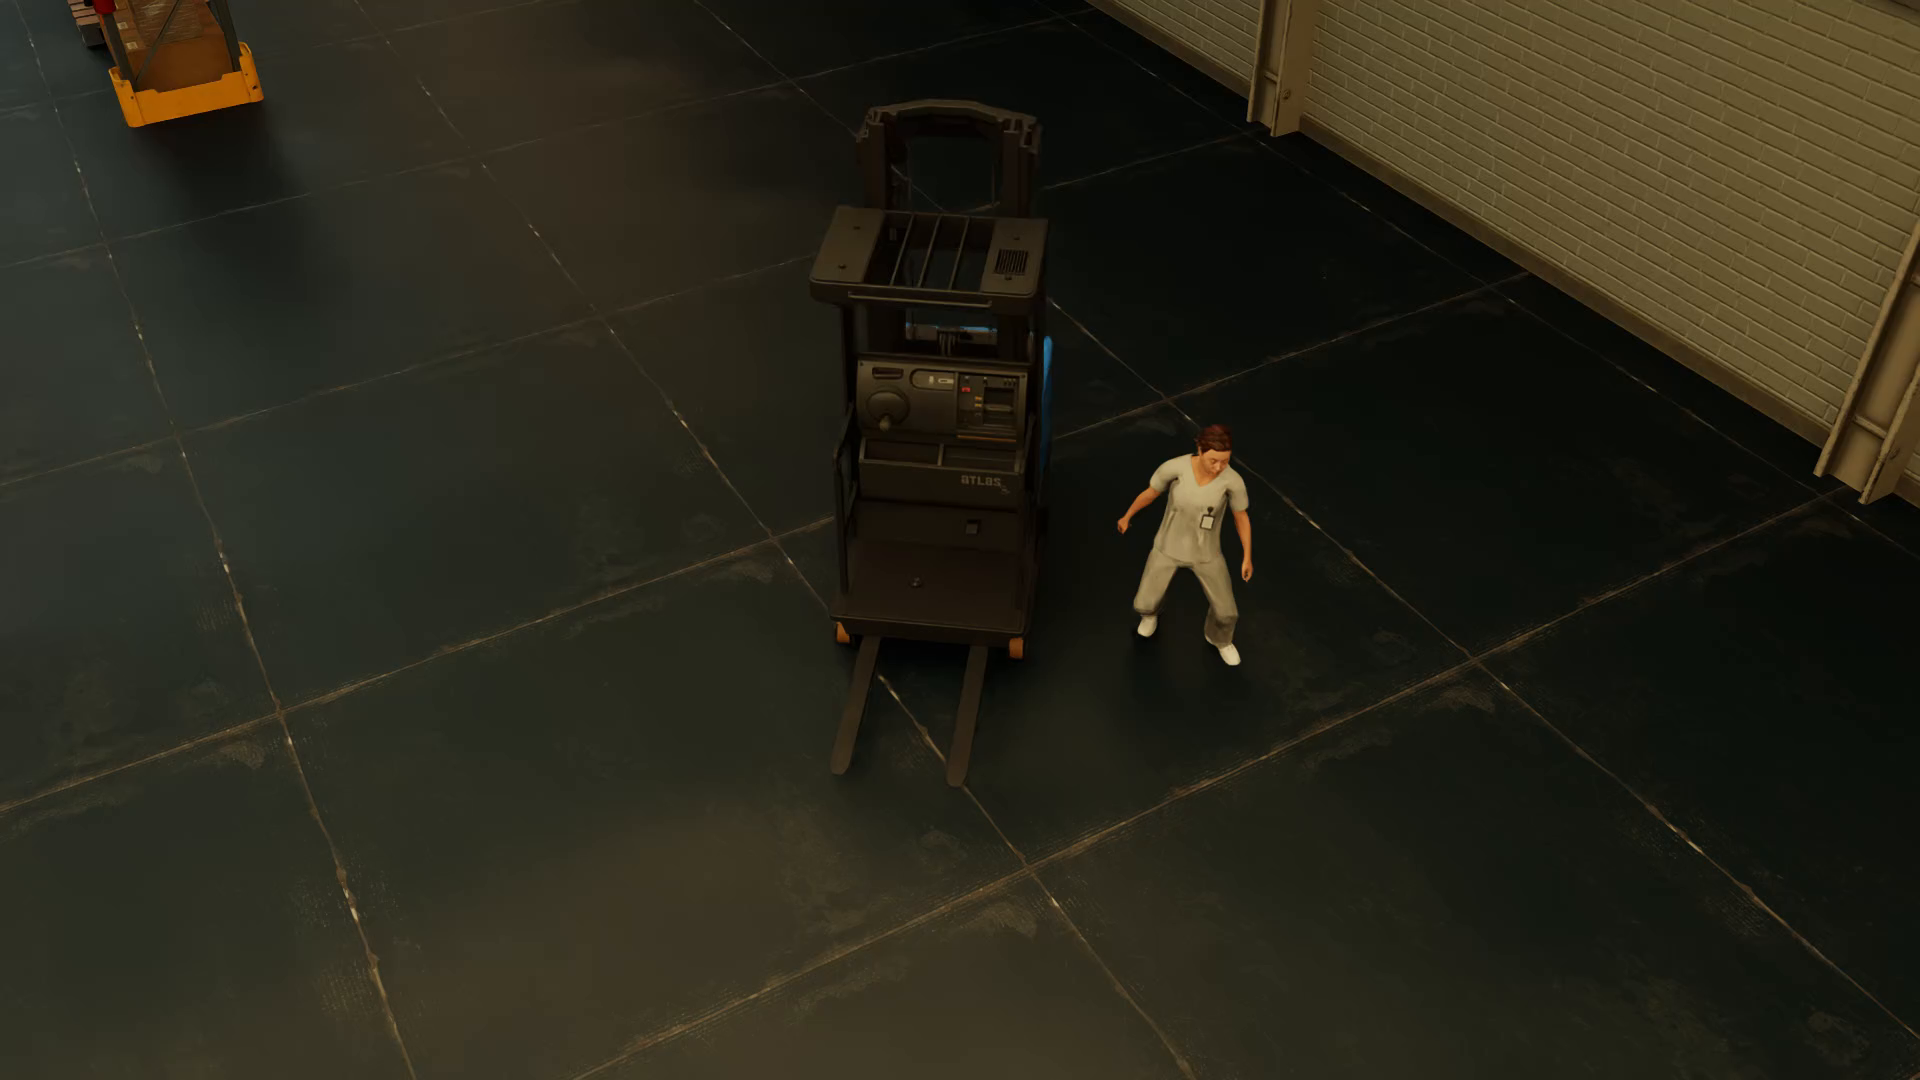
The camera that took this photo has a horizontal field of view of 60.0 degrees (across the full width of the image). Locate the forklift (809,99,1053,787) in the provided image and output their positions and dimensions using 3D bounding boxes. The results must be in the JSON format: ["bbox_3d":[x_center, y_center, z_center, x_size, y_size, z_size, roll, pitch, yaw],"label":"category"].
[{"bbox_3d":[-0.126,-0.686,8.863,1.130,2.935,3.031,5,40,6],"label":"forklift"}]

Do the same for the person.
[{"bbox_3d":[1.241,-0.012,9.100,0.780,1.599,0.484,11,41,13],"label":"person"}]
